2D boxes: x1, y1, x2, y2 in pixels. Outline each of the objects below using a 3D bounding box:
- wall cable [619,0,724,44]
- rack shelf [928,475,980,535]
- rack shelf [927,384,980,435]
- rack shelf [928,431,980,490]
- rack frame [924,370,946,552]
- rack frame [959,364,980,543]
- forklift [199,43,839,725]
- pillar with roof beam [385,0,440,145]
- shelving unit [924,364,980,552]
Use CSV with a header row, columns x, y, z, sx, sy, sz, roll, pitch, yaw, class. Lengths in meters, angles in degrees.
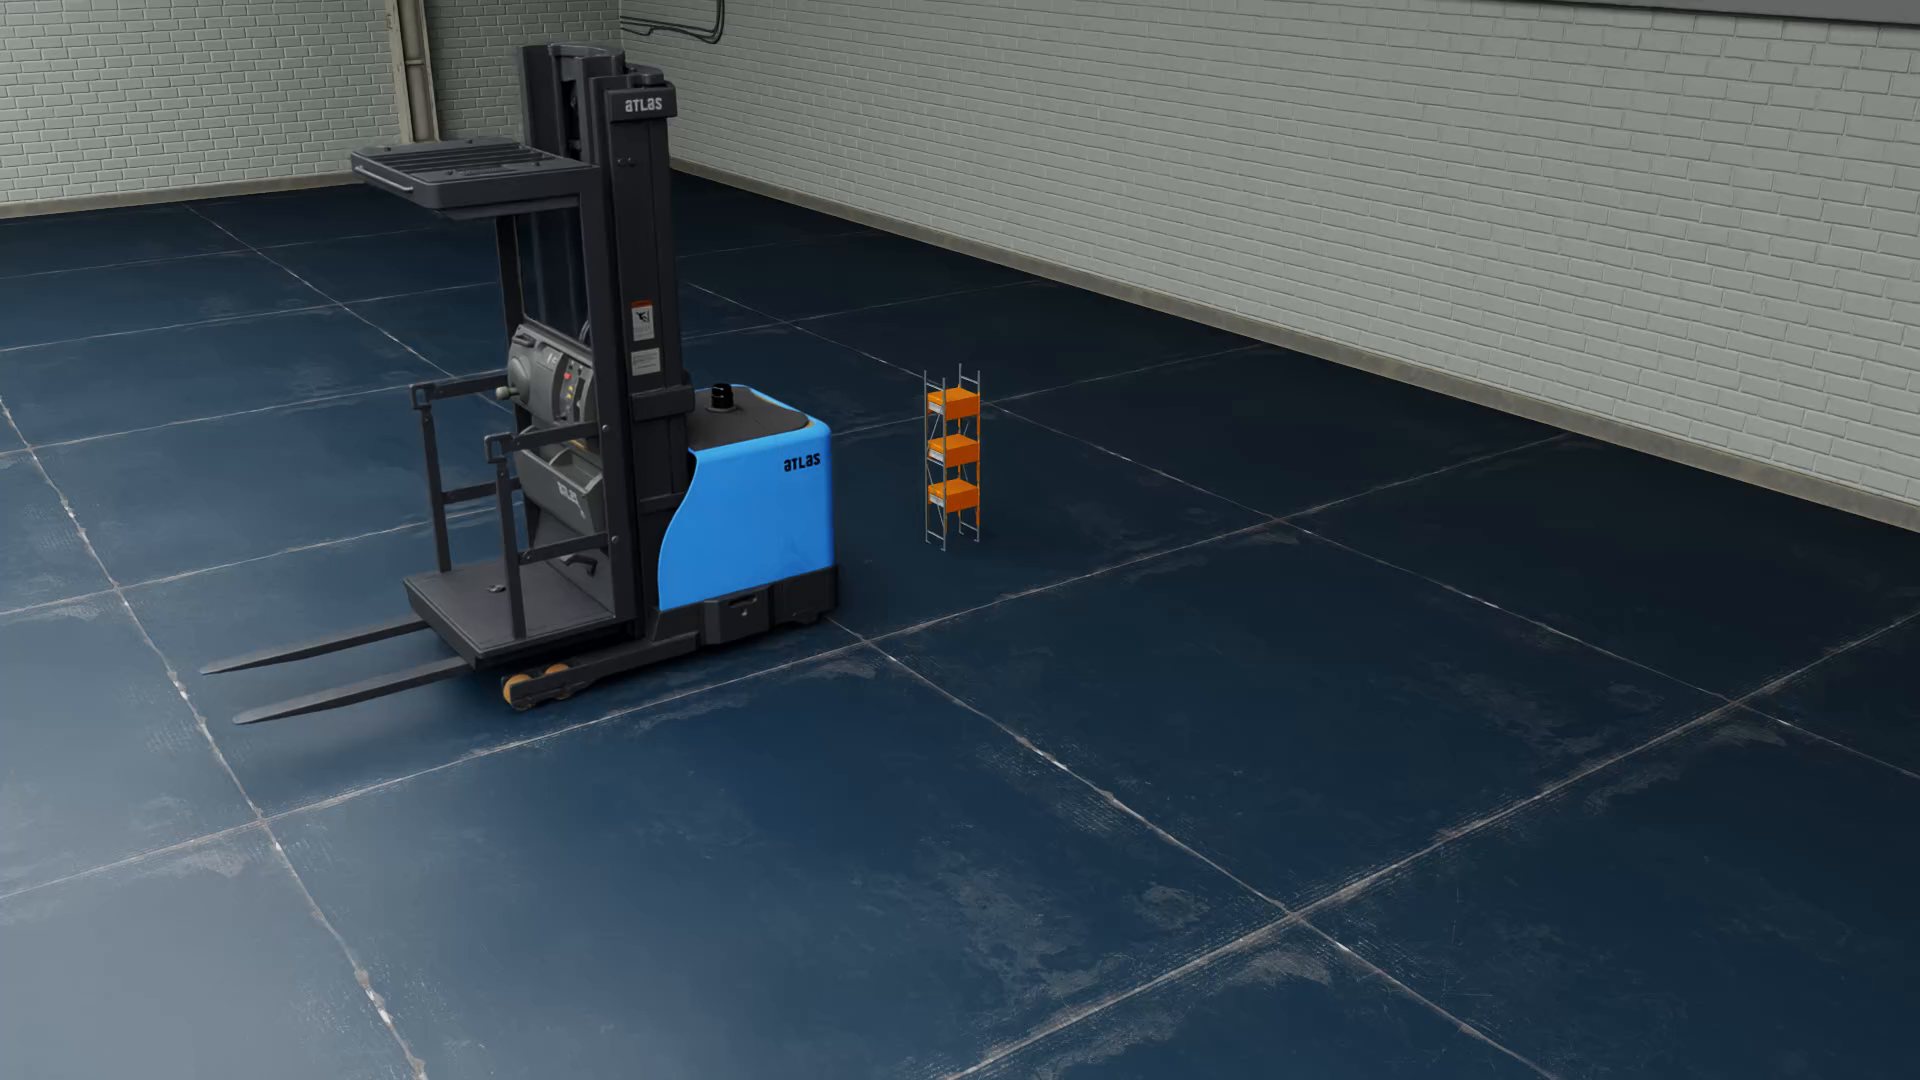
x,y,z,sx,sy,sz,roll,pitch,yaw,class
-3.833,-7.711,21.267,0.112,2.526,3.097,-15,26,-33,wall cable
-0.043,-0.208,9.780,0.240,0.259,0.215,-15,26,-33,rack shelf
-0.043,-0.730,9.572,0.240,0.259,0.215,-15,26,-33,rack shelf
-0.043,-0.466,9.677,0.240,0.259,0.215,-15,26,-33,rack shelf
-0.142,-0.450,9.607,0.008,1.050,0.200,-15,26,-33,rack frame
0.056,-0.502,9.739,0.008,1.050,0.200,-15,26,-33,rack frame
-2.136,-0.777,7.888,3.031,2.935,1.130,-15,26,-33,forklift
-4.482,-7.618,16.845,0.400,9.000,9.100,-15,26,-33,pillar with roof beam
-0.043,-0.476,9.673,0.252,1.050,0.215,-15,26,-33,shelving unit
